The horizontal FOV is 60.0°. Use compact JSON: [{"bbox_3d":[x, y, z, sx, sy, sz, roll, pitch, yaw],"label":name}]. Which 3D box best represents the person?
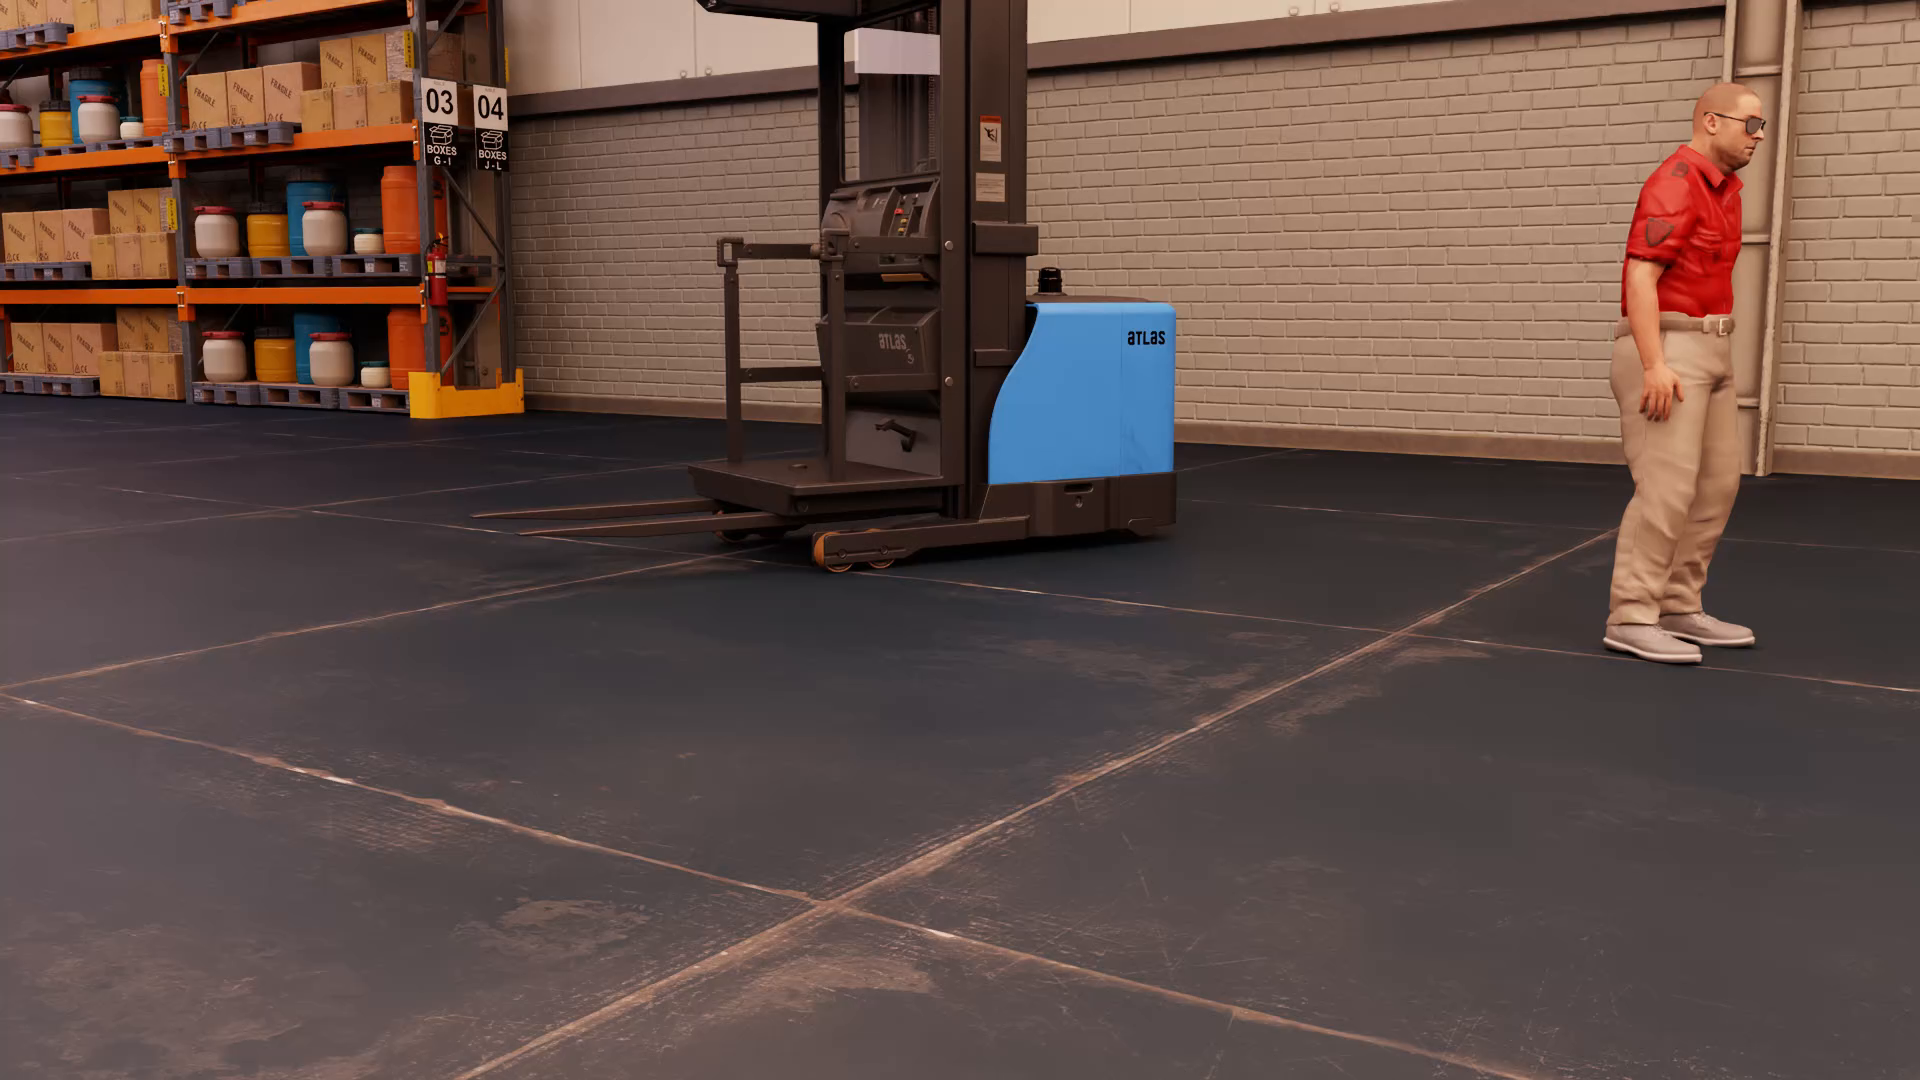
[{"bbox_3d":[2.244,-0.520,5.131,0.589,1.725,0.398,-8,11,-44],"label":"person"}]

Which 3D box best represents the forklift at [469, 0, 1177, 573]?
[{"bbox_3d":[-0.529,-1.404,7.069,3.031,2.935,1.130,-5,10,-32],"label":"forklift"}]
